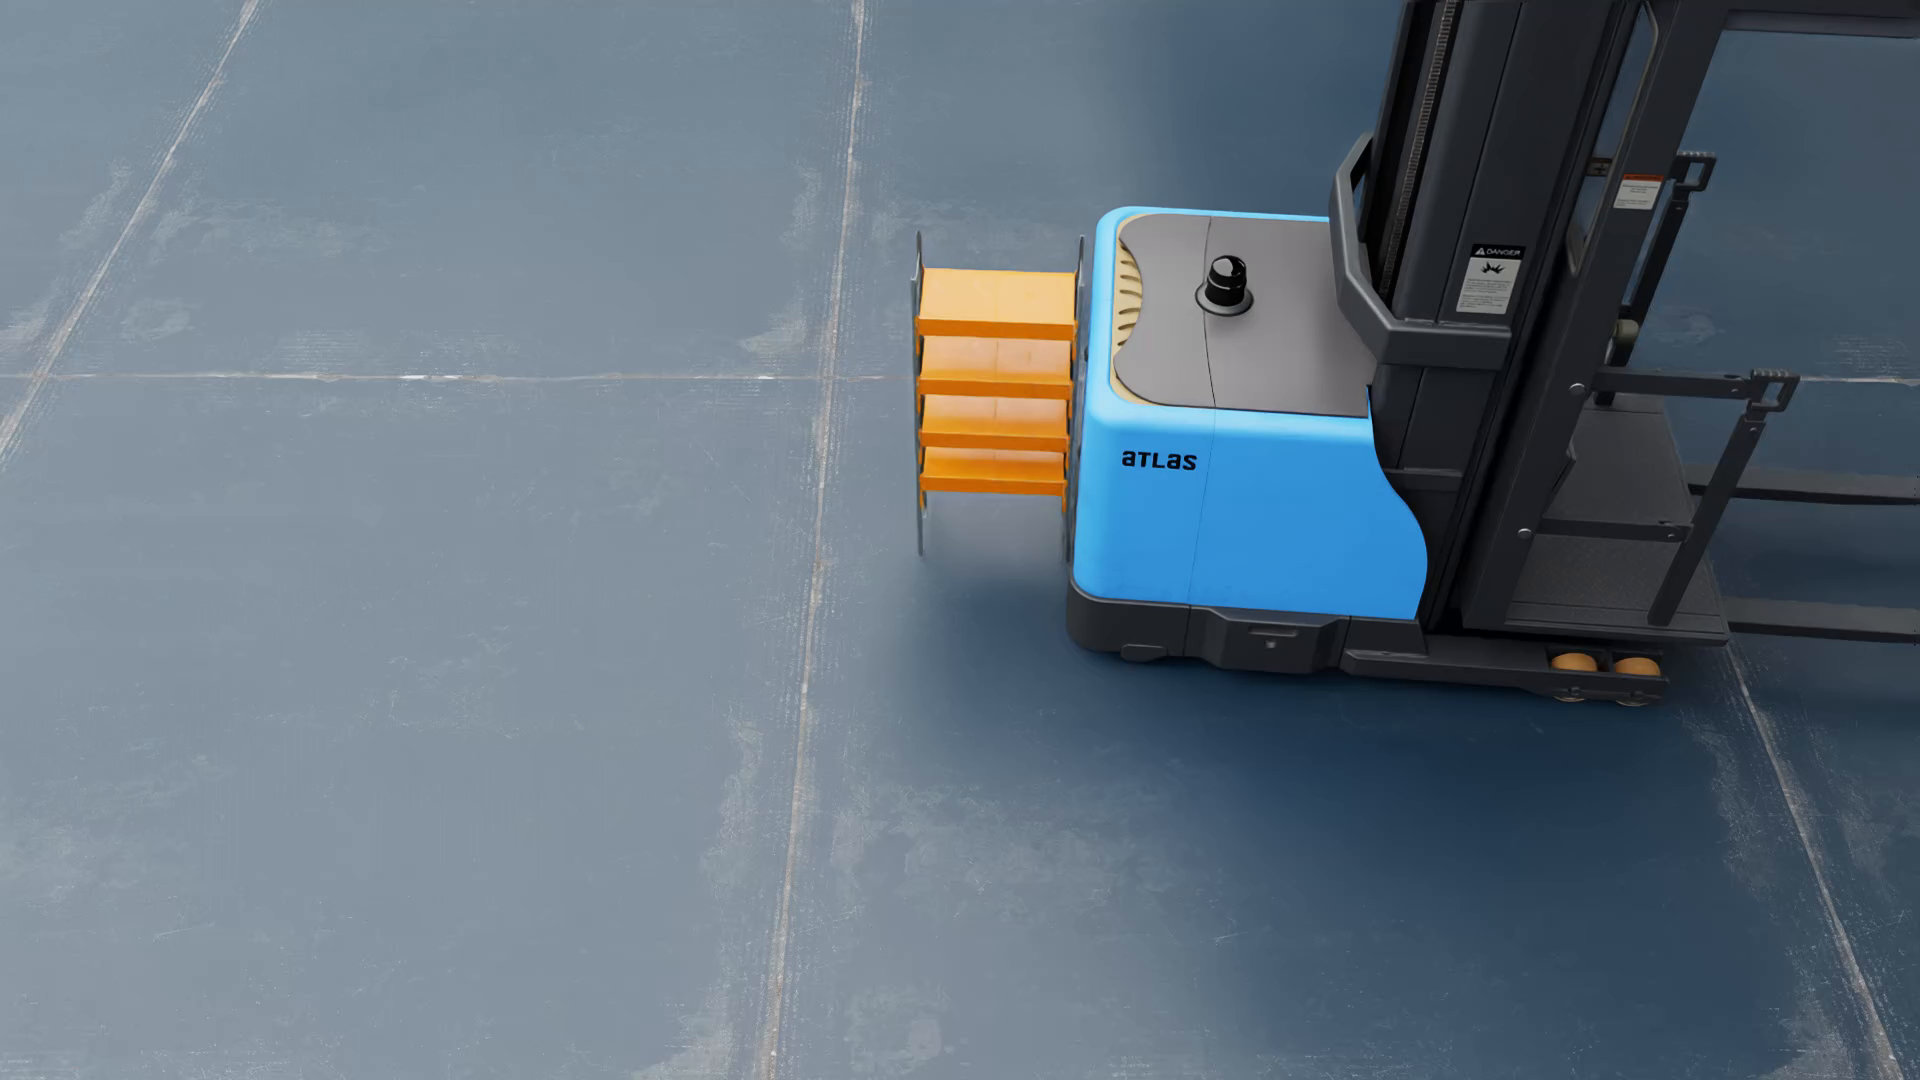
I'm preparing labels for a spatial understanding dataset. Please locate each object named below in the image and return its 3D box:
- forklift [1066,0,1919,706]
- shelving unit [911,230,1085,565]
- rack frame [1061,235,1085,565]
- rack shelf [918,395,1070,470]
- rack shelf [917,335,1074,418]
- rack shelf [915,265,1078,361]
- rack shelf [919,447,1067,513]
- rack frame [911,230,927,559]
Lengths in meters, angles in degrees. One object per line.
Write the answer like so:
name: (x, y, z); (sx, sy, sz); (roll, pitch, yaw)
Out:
forklift: (1.891, -0.883, 4.570); (3.031, 2.935, 1.130); (4, 47, 4)
shelving unit: (0.114, -0.422, 5.323); (0.503, 1.200, 0.258); (2, 47, 2)
rack frame: (0.358, -0.412, 5.314); (0.015, 1.200, 0.240); (2, 47, 2)
rack shelf: (0.114, -0.376, 5.372); (0.480, 0.148, 0.258); (2, 47, 2)
rack shelf: (0.114, -0.528, 5.208); (0.480, 0.148, 0.258); (2, 47, 2)
rack shelf: (0.114, -0.689, 5.035); (0.480, 0.148, 0.258); (2, 47, 2)
rack shelf: (0.114, -0.240, 5.517); (0.480, 0.148, 0.258); (2, 47, 2)
rack frame: (-0.129, -0.431, 5.332); (0.015, 1.200, 0.240); (2, 47, 2)
